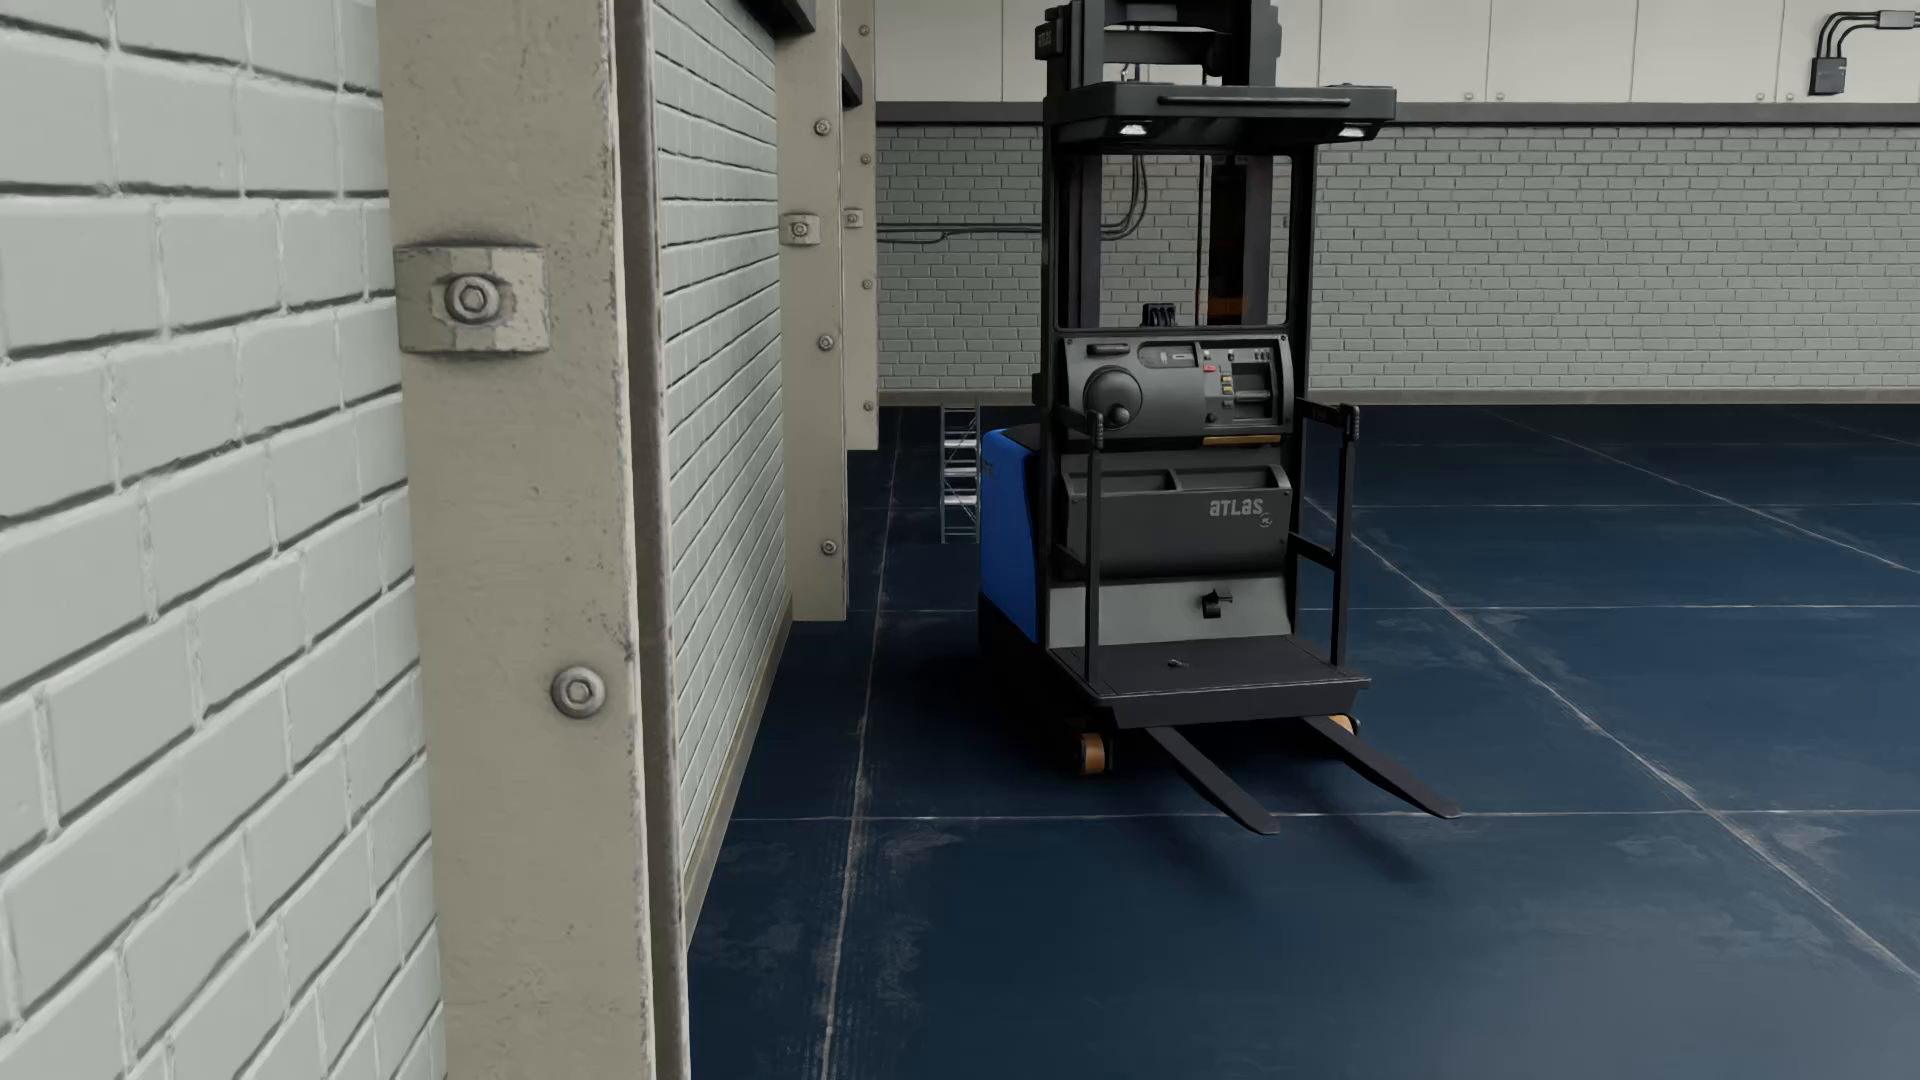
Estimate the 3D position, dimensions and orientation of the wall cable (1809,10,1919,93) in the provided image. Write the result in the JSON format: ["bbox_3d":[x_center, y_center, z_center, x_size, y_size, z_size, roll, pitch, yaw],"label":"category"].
[{"bbox_3d":[9.883,-7.523,16.455,2.305,6.003,0.169,0,11,-1],"label":"wall cable"}]

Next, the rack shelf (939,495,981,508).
[{"bbox_3d":[0.000,-0.230,10.504,0.258,0.077,0.200,0,11,-1],"label":"rack shelf"}]

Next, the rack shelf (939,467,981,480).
[{"bbox_3d":[0.000,-0.407,10.468,0.258,0.077,0.200,0,11,-1],"label":"rack shelf"}]

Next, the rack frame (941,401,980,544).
[{"bbox_3d":[0.002,-0.419,10.362,0.240,0.900,0.006,0,11,-1],"label":"rack frame"}]

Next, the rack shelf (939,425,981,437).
[{"bbox_3d":[0.000,-0.671,10.415,0.258,0.077,0.200,0,11,-1],"label":"rack shelf"}]

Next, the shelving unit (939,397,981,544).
[{"bbox_3d":[0.000,-0.439,10.462,0.258,0.900,0.210,0,11,-1],"label":"shelving unit"}]

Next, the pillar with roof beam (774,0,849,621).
[{"bbox_3d":[3.558,-4.054,7.911,9.100,9.000,0.400,0,11,-1],"label":"pillar with roof beam"}]

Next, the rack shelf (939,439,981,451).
[{"bbox_3d":[0.000,-0.583,10.433,0.258,0.077,0.200,0,11,-1],"label":"rack shelf"}]

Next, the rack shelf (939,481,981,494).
[{"bbox_3d":[0.000,-0.319,10.486,0.258,0.077,0.200,0,11,-1],"label":"rack shelf"}]

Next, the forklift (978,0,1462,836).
[{"bbox_3d":[0.909,-0.635,6.317,1.130,2.935,3.031,-3,12,-12],"label":"forklift"}]

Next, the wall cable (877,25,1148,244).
[{"bbox_3d":[0.391,-4.299,16.925,3.097,2.526,0.112,0,11,-1],"label":"wall cable"}]

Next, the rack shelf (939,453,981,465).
[{"bbox_3d":[0.000,-0.495,10.450,0.258,0.077,0.200,0,11,-1],"label":"rack shelf"}]

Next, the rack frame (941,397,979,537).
[{"bbox_3d":[-0.002,-0.460,10.561,0.240,0.900,0.006,0,11,-1],"label":"rack frame"}]

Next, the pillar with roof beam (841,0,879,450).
[{"bbox_3d":[3.434,-5.247,13.790,9.100,9.000,0.400,0,11,-1],"label":"pillar with roof beam"}]
